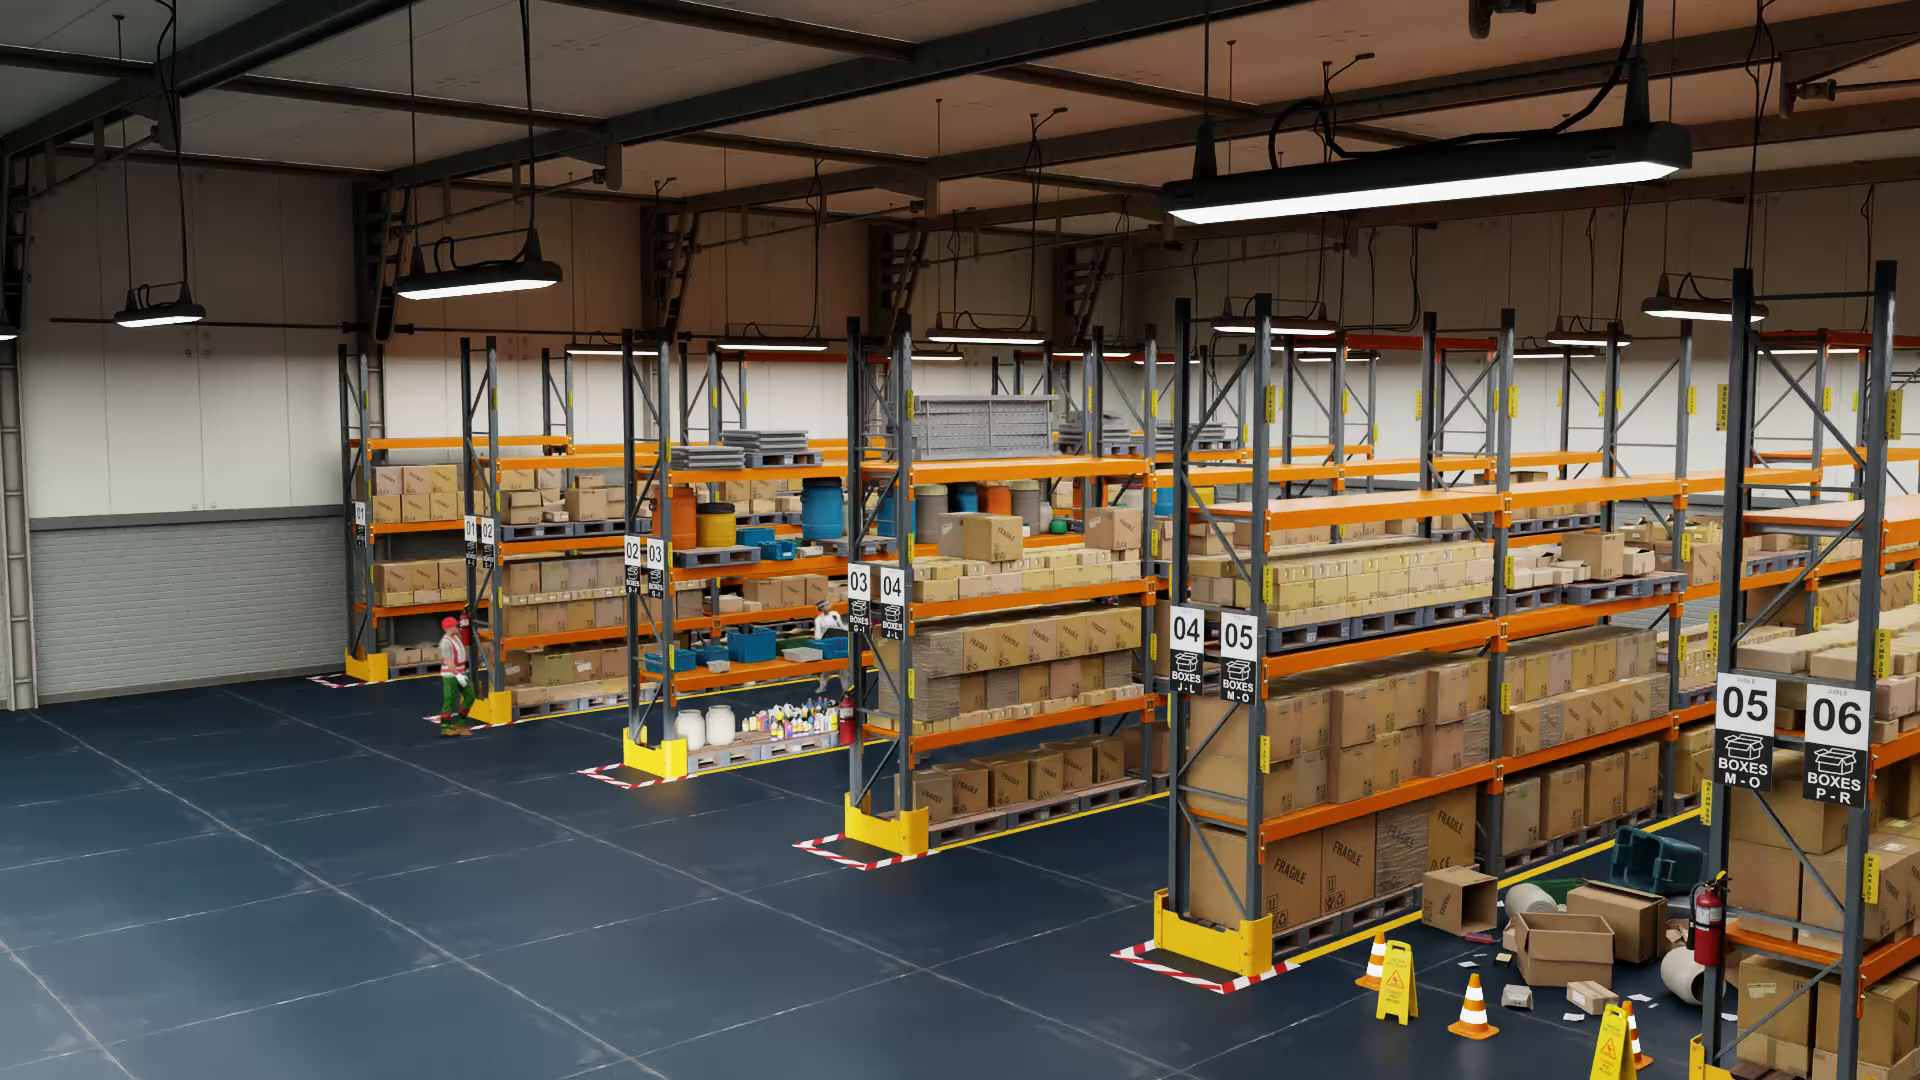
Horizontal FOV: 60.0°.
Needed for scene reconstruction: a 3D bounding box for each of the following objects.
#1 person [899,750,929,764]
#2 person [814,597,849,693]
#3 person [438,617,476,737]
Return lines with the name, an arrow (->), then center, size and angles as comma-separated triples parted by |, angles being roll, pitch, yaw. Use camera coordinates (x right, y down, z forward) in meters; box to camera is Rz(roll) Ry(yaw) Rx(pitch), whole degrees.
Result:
person -> -0.603, 2.222, 23.092 | 0.421, 1.729, 0.597 | 2, 6, 22
person -> -2.162, 1.801, 28.317 | 0.625, 1.685, 0.560 | 0, 5, -3
person -> -7.505, 2.054, 24.838 | 0.544, 1.820, 0.567 | 1, 5, 14
